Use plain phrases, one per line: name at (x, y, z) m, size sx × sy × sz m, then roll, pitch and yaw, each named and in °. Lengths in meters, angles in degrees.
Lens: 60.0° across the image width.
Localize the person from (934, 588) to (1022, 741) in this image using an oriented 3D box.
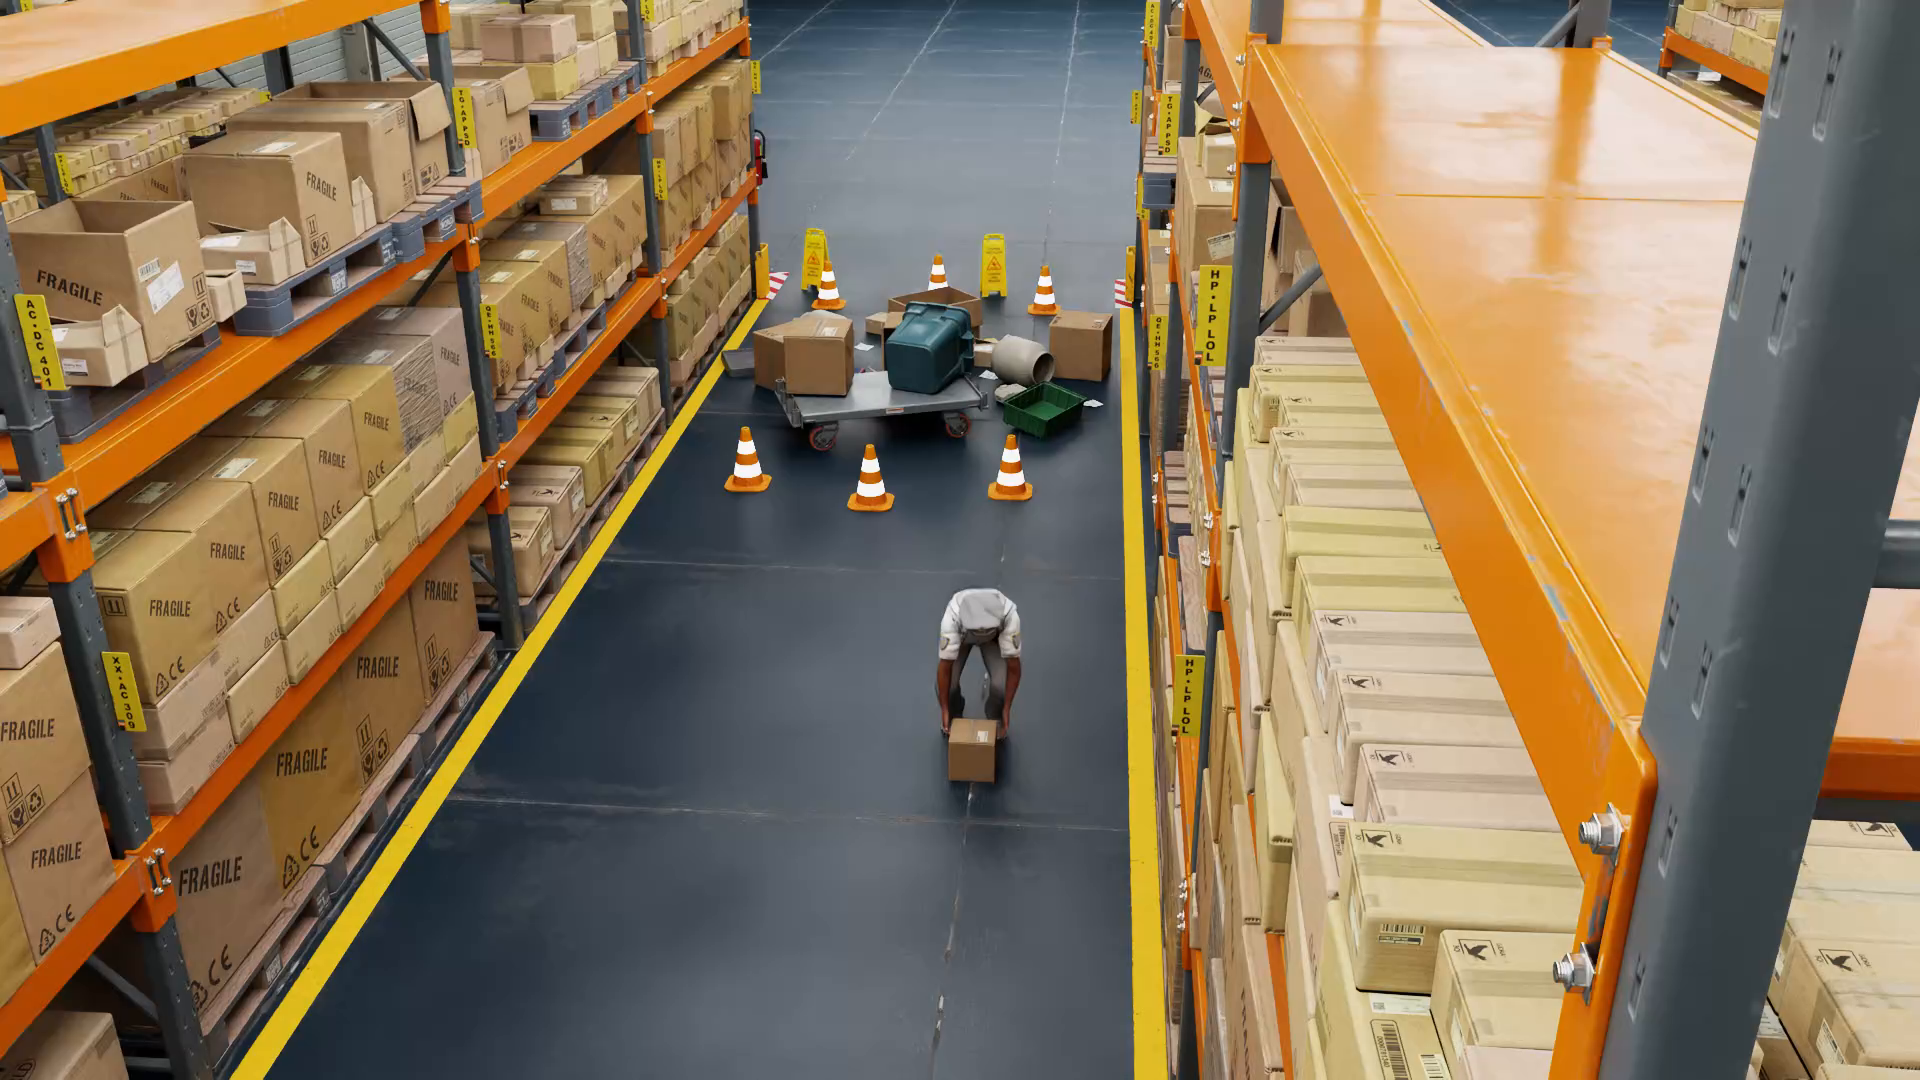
person at (0.106, 0.654, 9.328) m, size 0.493 × 1.034 × 0.845 m, roll 2°, pitch 25°, yaw 4°
